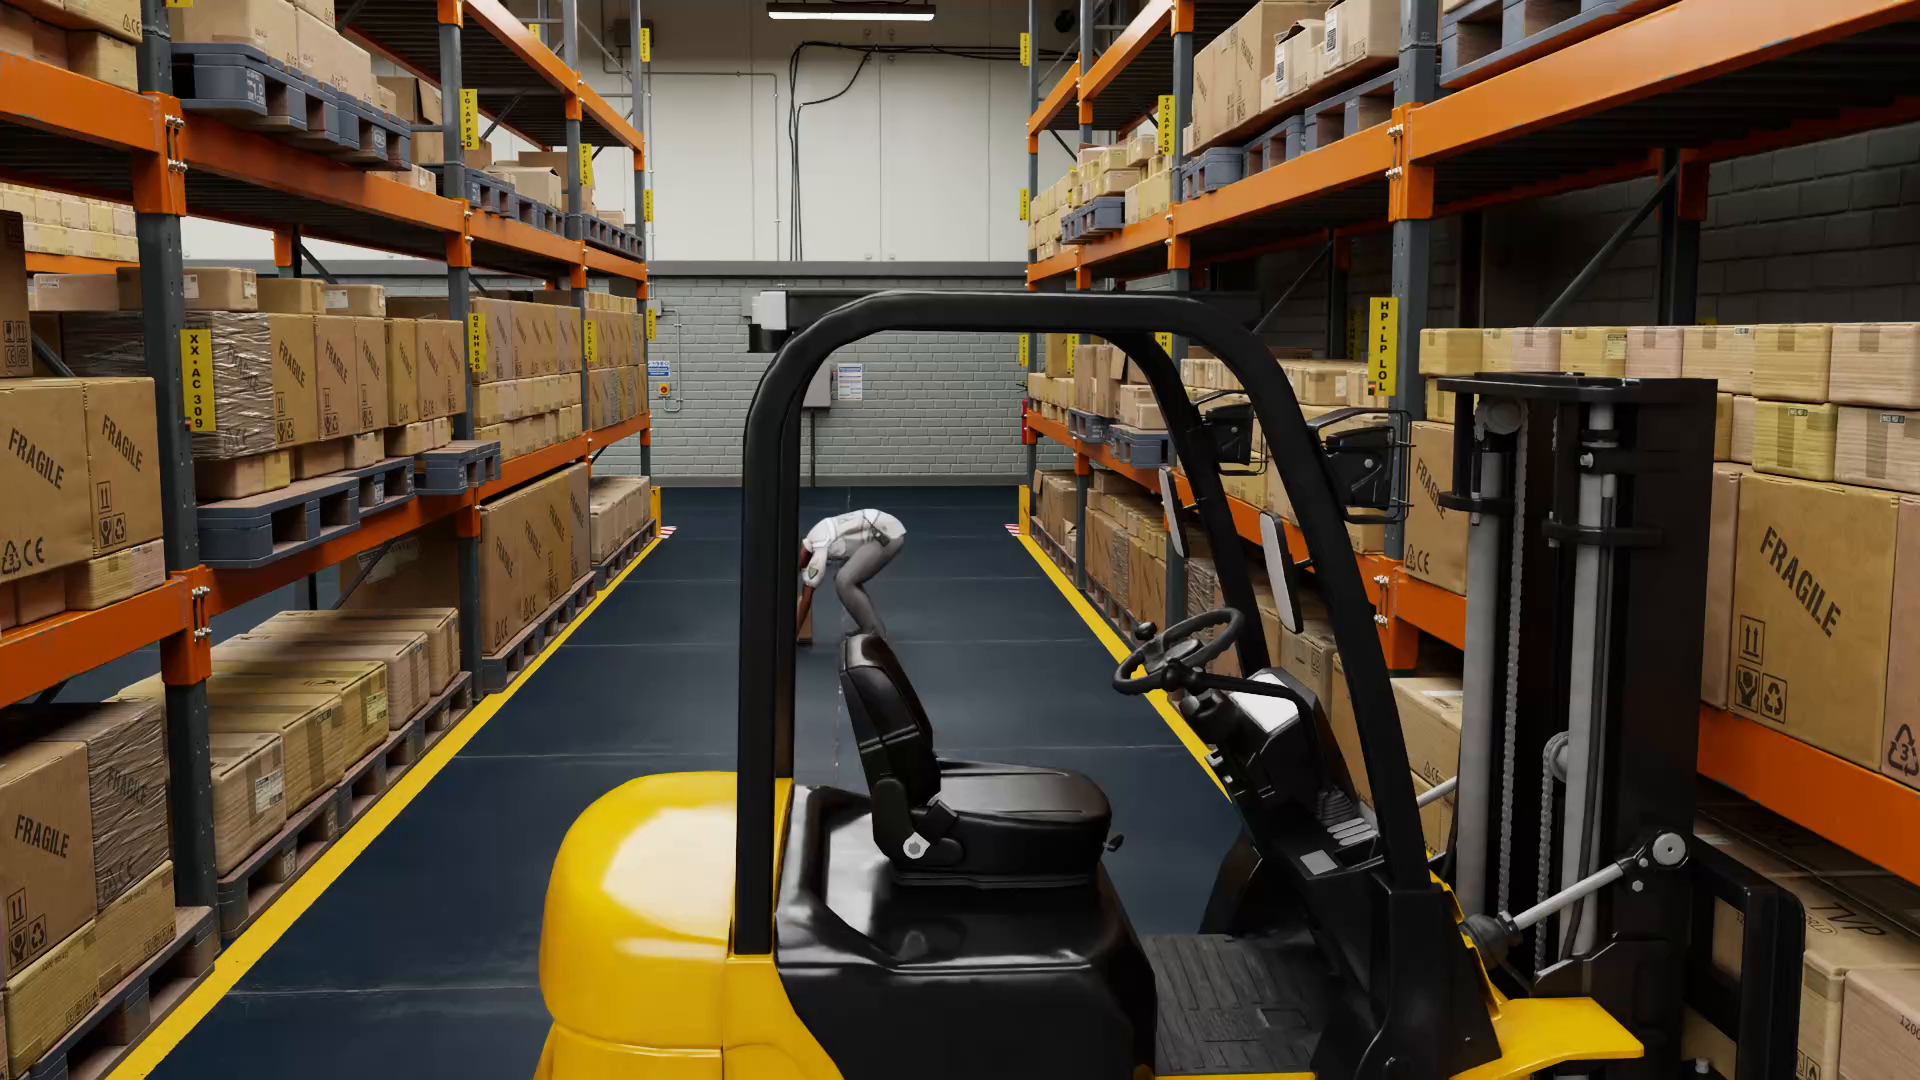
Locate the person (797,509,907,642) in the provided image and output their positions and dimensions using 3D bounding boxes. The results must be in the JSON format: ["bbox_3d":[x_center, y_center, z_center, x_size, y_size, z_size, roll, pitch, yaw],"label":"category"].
[{"bbox_3d":[-0.816,0.252,11.311,0.904,0.908,0.465,-1,7,-5],"label":"person"}]
